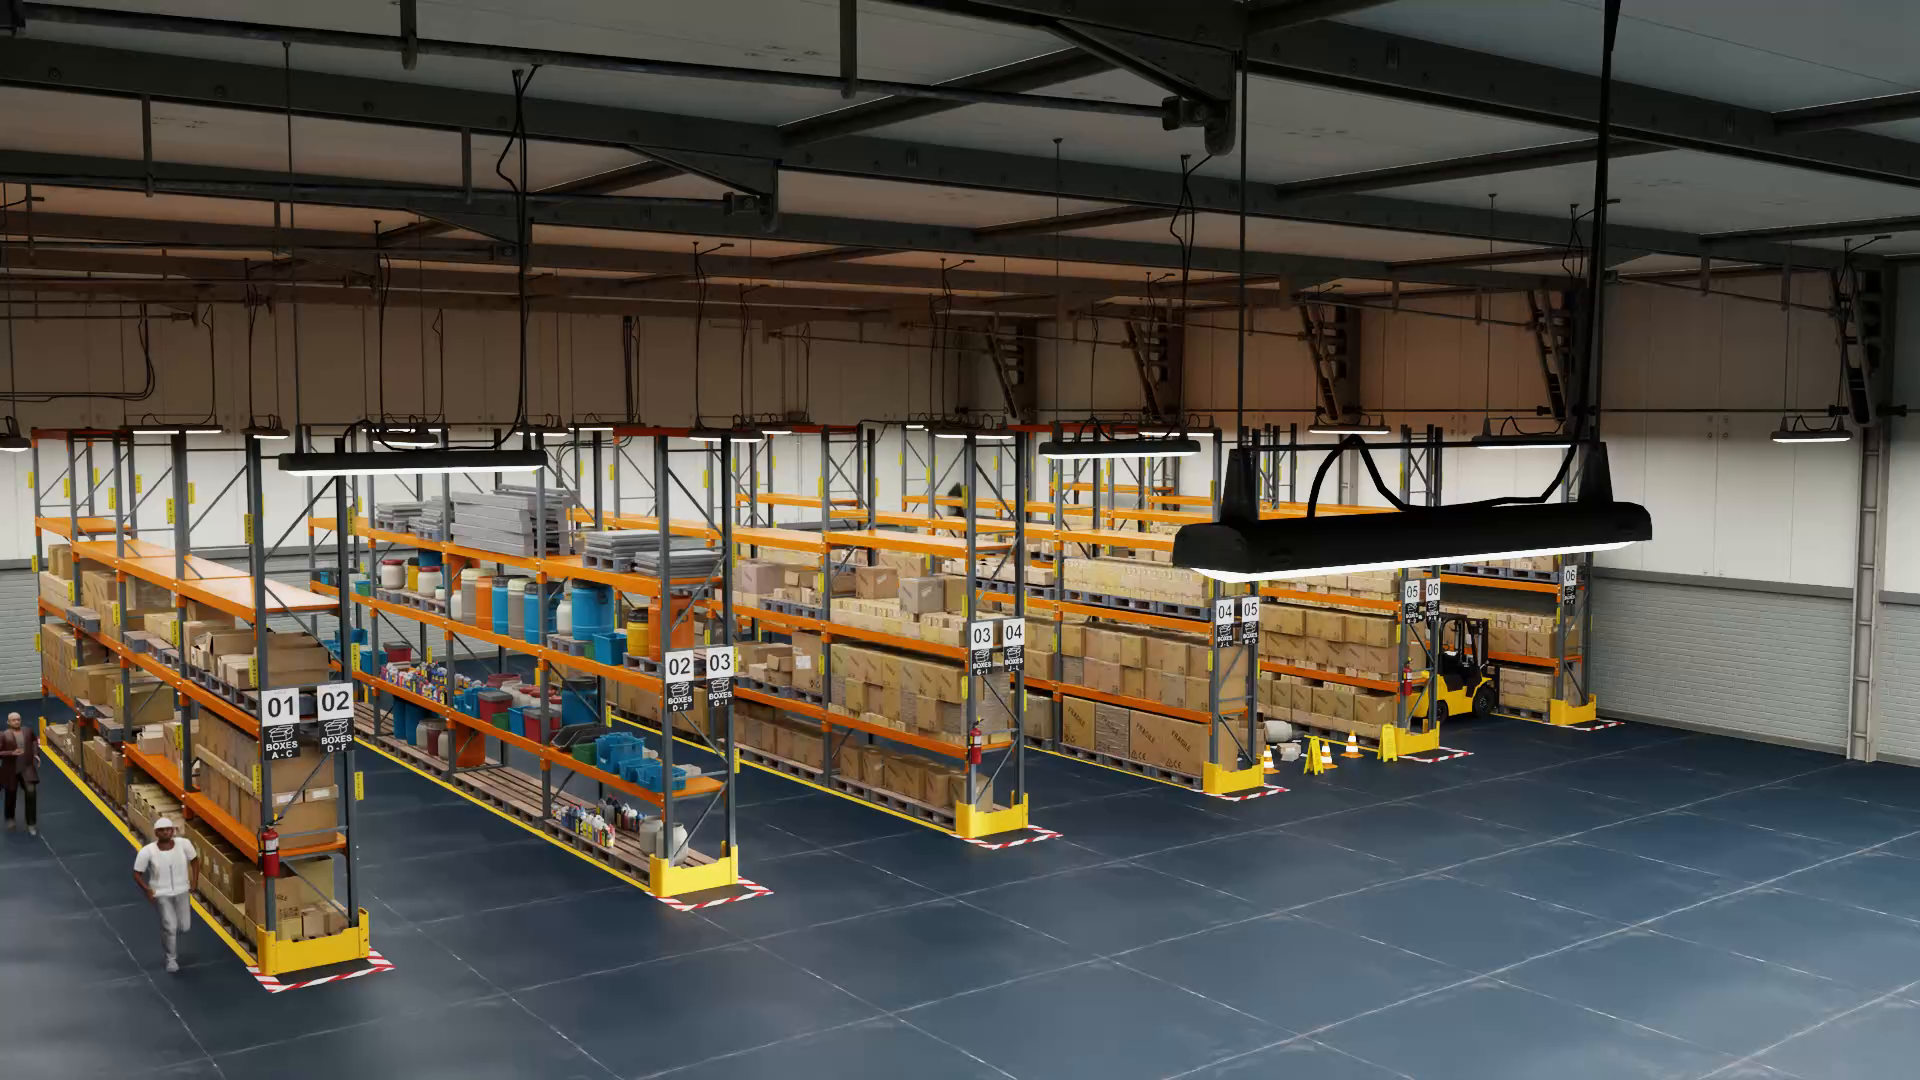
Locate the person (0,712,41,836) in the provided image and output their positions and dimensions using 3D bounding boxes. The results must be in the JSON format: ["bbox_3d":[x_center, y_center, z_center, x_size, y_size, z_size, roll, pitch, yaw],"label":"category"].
[{"bbox_3d":[-14.092,3.485,24.865,0.672,1.842,0.863,-4,6,-42],"label":"person"}]

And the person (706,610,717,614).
[{"bbox_3d":[-5.837,2.462,38.745,0.620,1.709,0.742,-2,5,-25],"label":"person"}]

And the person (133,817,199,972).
[{"bbox_3d":[-8.990,3.991,18.876,0.693,1.731,0.557,-4,6,-39],"label":"person"}]
